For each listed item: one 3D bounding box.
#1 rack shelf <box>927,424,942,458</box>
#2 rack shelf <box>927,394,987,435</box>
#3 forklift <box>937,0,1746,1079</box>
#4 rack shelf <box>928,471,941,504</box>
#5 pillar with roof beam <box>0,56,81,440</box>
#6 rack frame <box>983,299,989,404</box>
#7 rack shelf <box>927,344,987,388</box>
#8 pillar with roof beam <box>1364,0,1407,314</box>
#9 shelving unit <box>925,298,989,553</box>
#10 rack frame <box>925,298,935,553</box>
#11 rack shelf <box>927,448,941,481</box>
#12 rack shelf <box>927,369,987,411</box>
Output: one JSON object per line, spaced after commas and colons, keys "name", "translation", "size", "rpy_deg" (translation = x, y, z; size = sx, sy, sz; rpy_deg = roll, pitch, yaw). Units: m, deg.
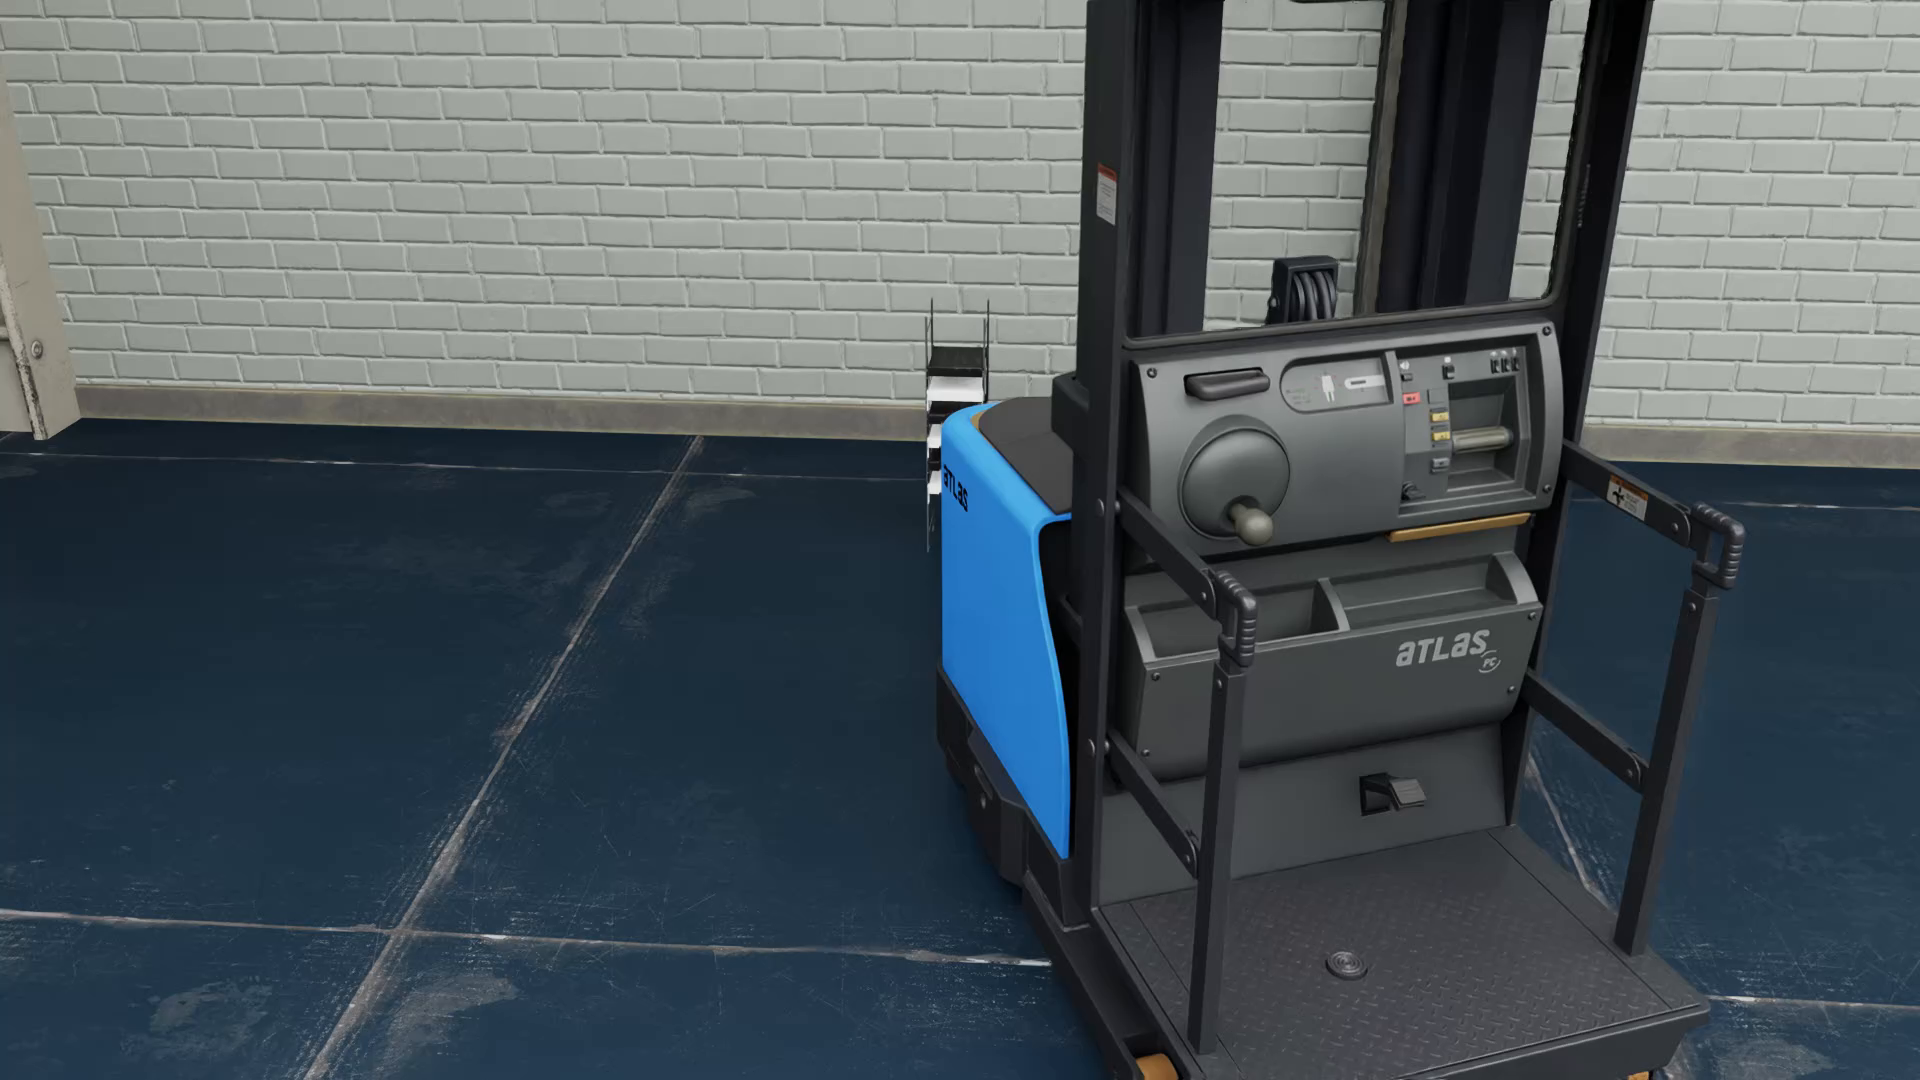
{"name": "rack shelf", "translation": [-0.008, -0.379, 6.076], "size": [0.200, 0.077, 0.258], "rpy_deg": [2, 25, 4]}
{"name": "rack shelf", "translation": [-0.008, -0.461, 6.039], "size": [0.200, 0.077, 0.258], "rpy_deg": [2, 25, 4]}
{"name": "forklift", "translation": [0.861, -0.186, 3.147], "size": [1.130, 2.935, 3.031], "rpy_deg": [-7, 26, -16]}
{"name": "rack shelf", "translation": [-0.008, -0.215, 6.152], "size": [0.200, 0.077, 0.258], "rpy_deg": [2, 25, 4]}
{"name": "pillar with roof beam", "translation": [-4.467, -2.797, 1.563], "size": [0.400, 9.000, 9.100], "rpy_deg": [2, 25, 4]}
{"name": "rack frame", "translation": [0.093, -0.406, 6.055], "size": [0.006, 0.900, 0.240], "rpy_deg": [2, 25, 4]}
{"name": "rack shelf", "translation": [-0.008, -0.624, 5.964], "size": [0.200, 0.077, 0.258], "rpy_deg": [2, 25, 4]}
{"name": "pillar with roof beam", "translation": [1.515, -2.605, 1.146], "size": [0.400, 9.000, 9.100], "rpy_deg": [2, 25, 4]}
{"name": "shelving unit", "translation": [-0.008, -0.409, 6.062], "size": [0.210, 0.900, 0.258], "rpy_deg": [2, 25, 4]}
{"name": "rack frame", "translation": [-0.109, -0.412, 6.070], "size": [0.006, 0.900, 0.240], "rpy_deg": [2, 25, 4]}
{"name": "rack shelf", "translation": [-0.008, -0.297, 6.114], "size": [0.200, 0.077, 0.258], "rpy_deg": [2, 25, 4]}
{"name": "rack shelf", "translation": [-0.008, -0.542, 6.001], "size": [0.200, 0.077, 0.258], "rpy_deg": [2, 25, 4]}
